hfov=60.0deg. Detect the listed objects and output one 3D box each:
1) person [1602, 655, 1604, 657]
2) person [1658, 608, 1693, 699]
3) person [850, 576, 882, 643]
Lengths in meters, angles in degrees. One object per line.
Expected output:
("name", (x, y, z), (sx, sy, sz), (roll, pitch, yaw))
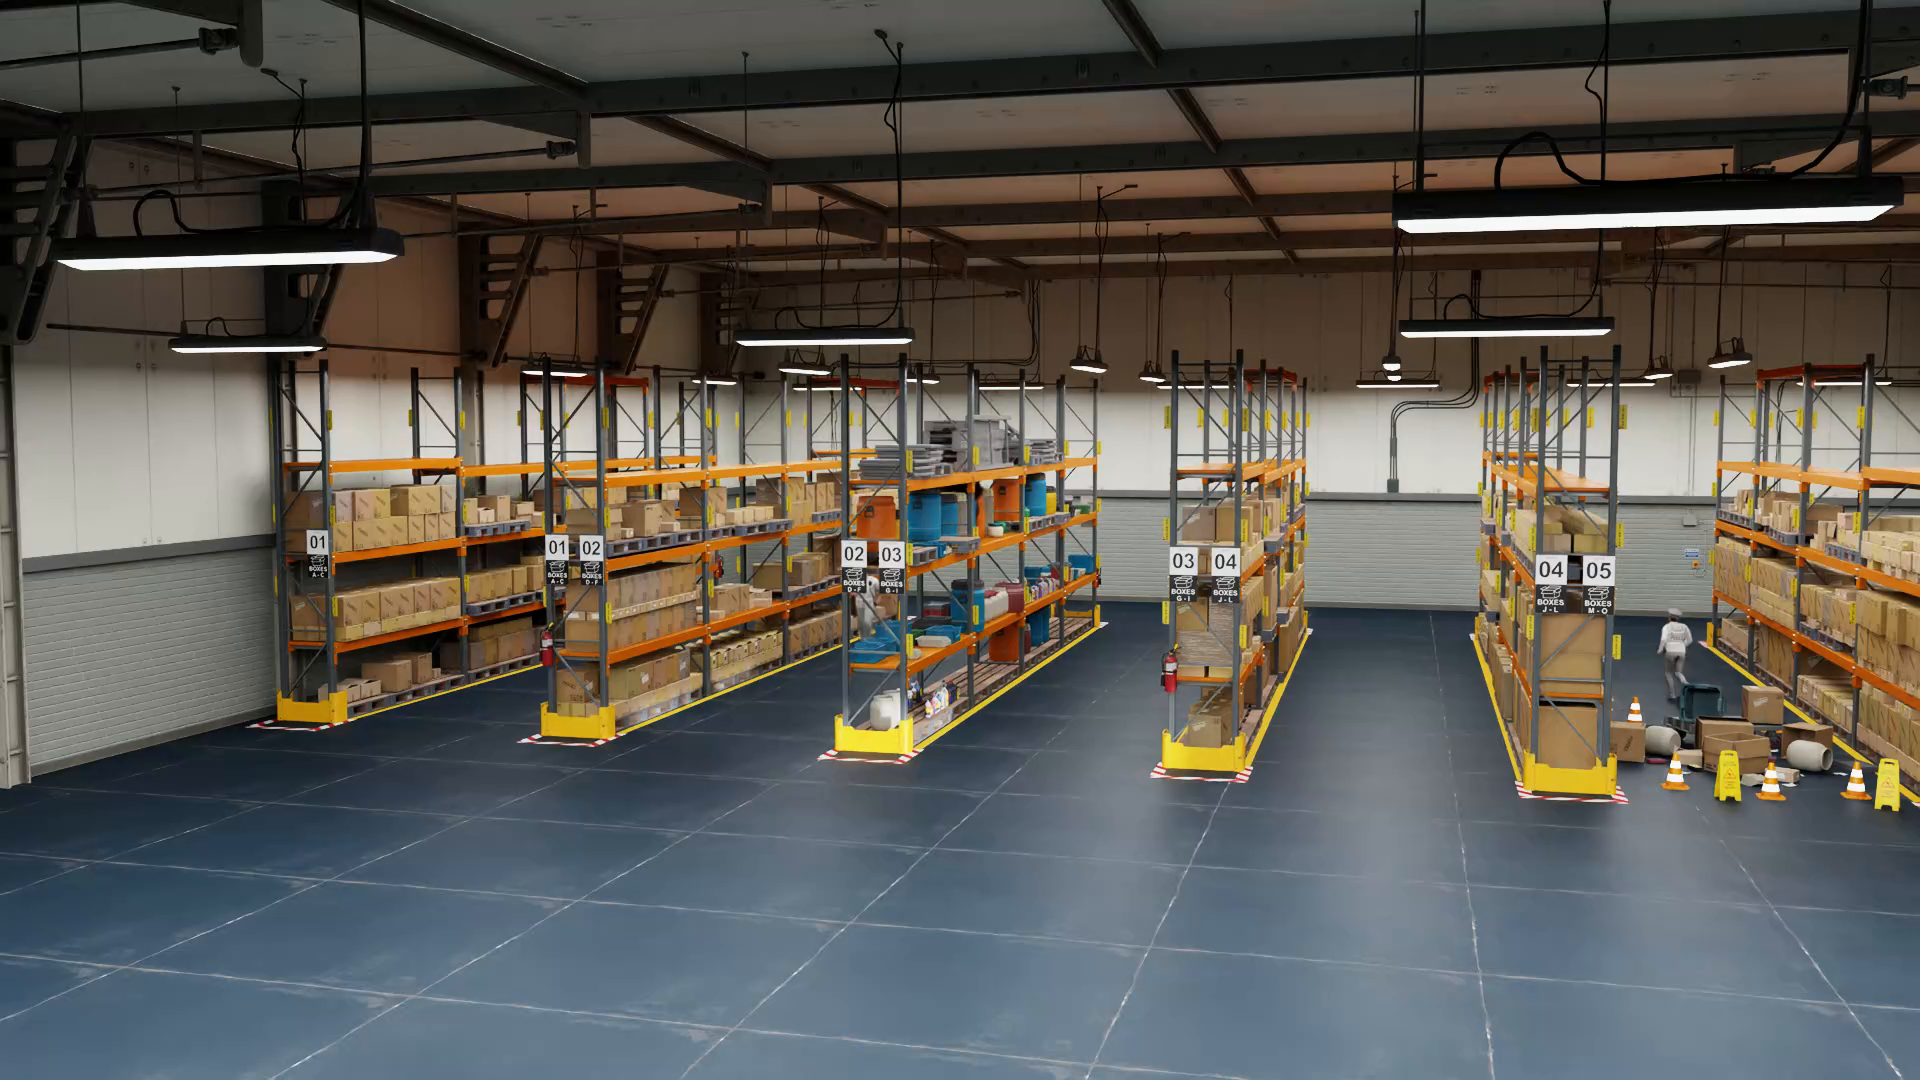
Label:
("person", (13.335, 1.725, 34.942), (0.532, 1.544, 0.898), (0, 4, 6))
("person", (12.825, 2.055, 29.722), (0.613, 1.644, 0.712), (0, 4, 1))
("person", (-1.966, 1.400, 34.654), (0.662, 1.851, 0.902), (1, 4, 13))
